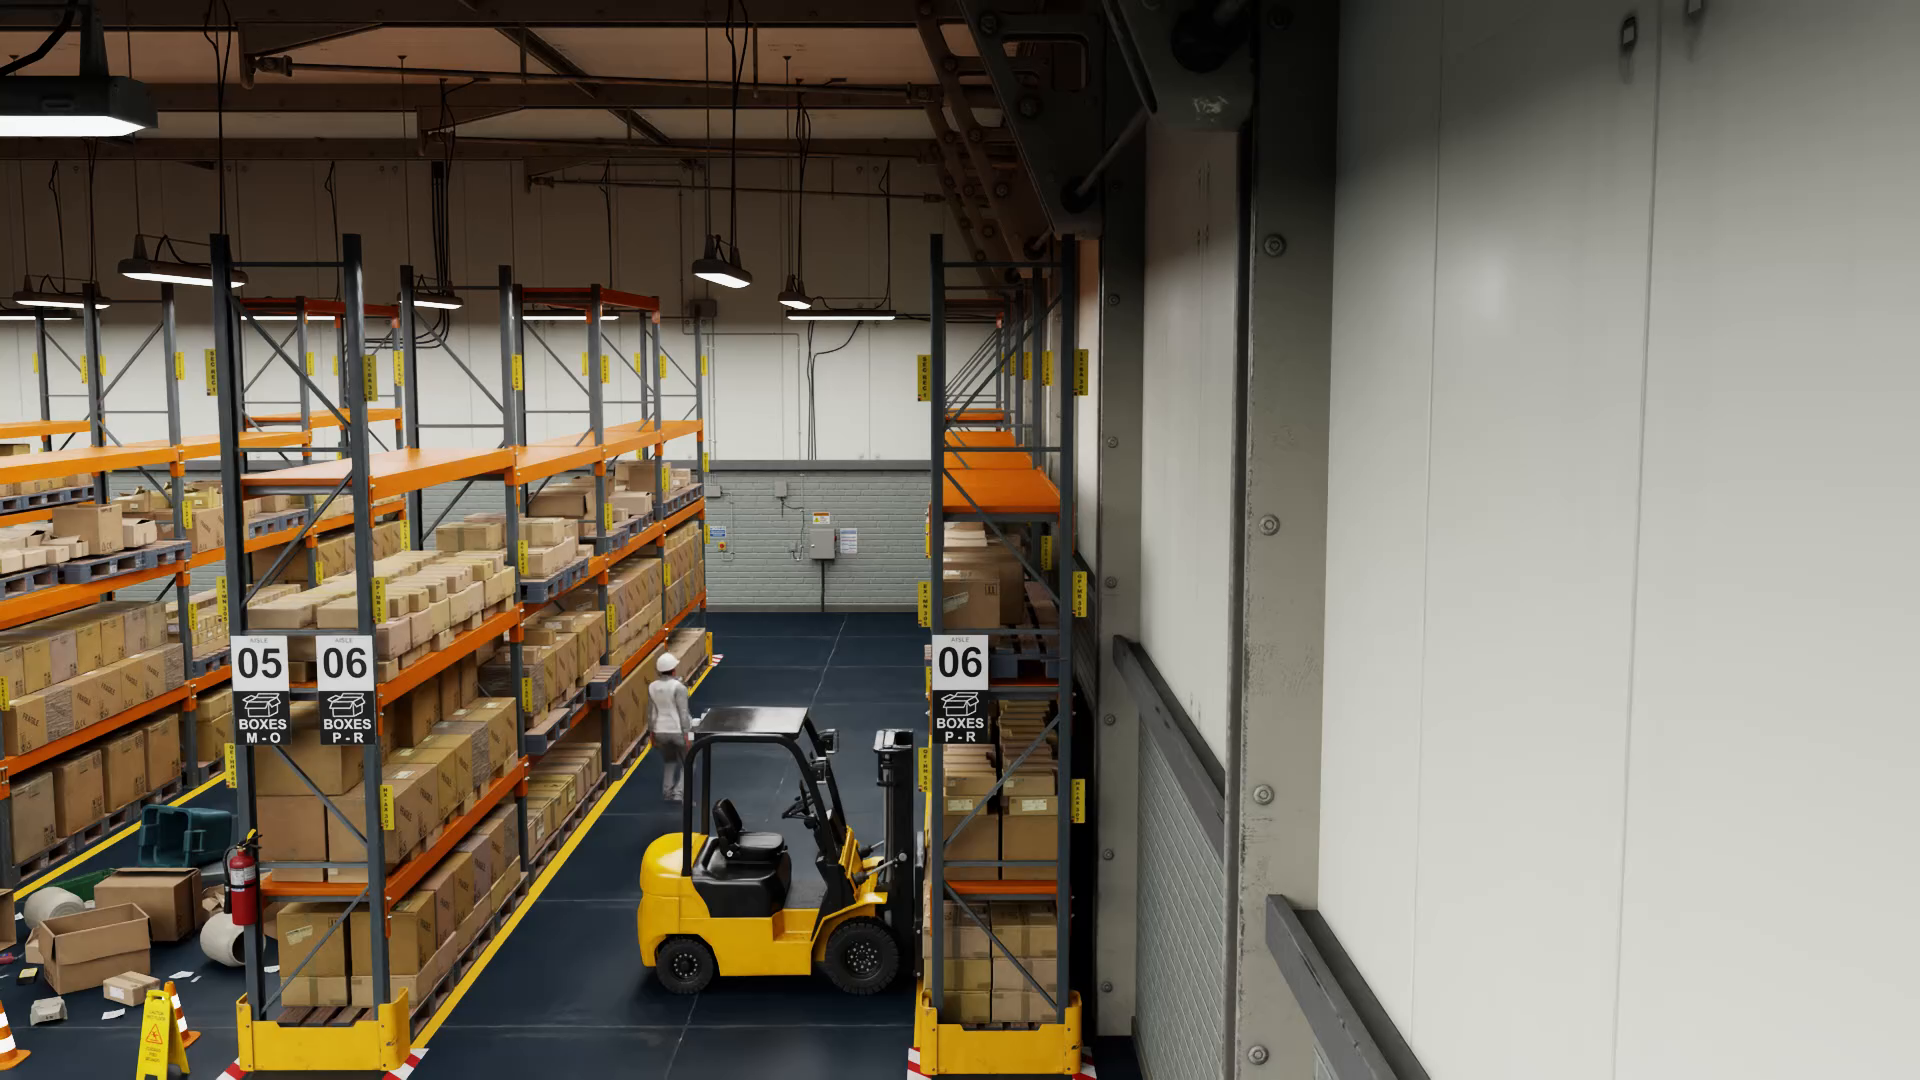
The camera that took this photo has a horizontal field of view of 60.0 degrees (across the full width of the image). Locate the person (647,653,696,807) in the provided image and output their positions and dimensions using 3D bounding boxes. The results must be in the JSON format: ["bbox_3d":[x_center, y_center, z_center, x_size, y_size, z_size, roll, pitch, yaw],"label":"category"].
[{"bbox_3d":[-3.190,2.094,18.343,0.579,1.697,0.514,1,6,8],"label":"person"}]
